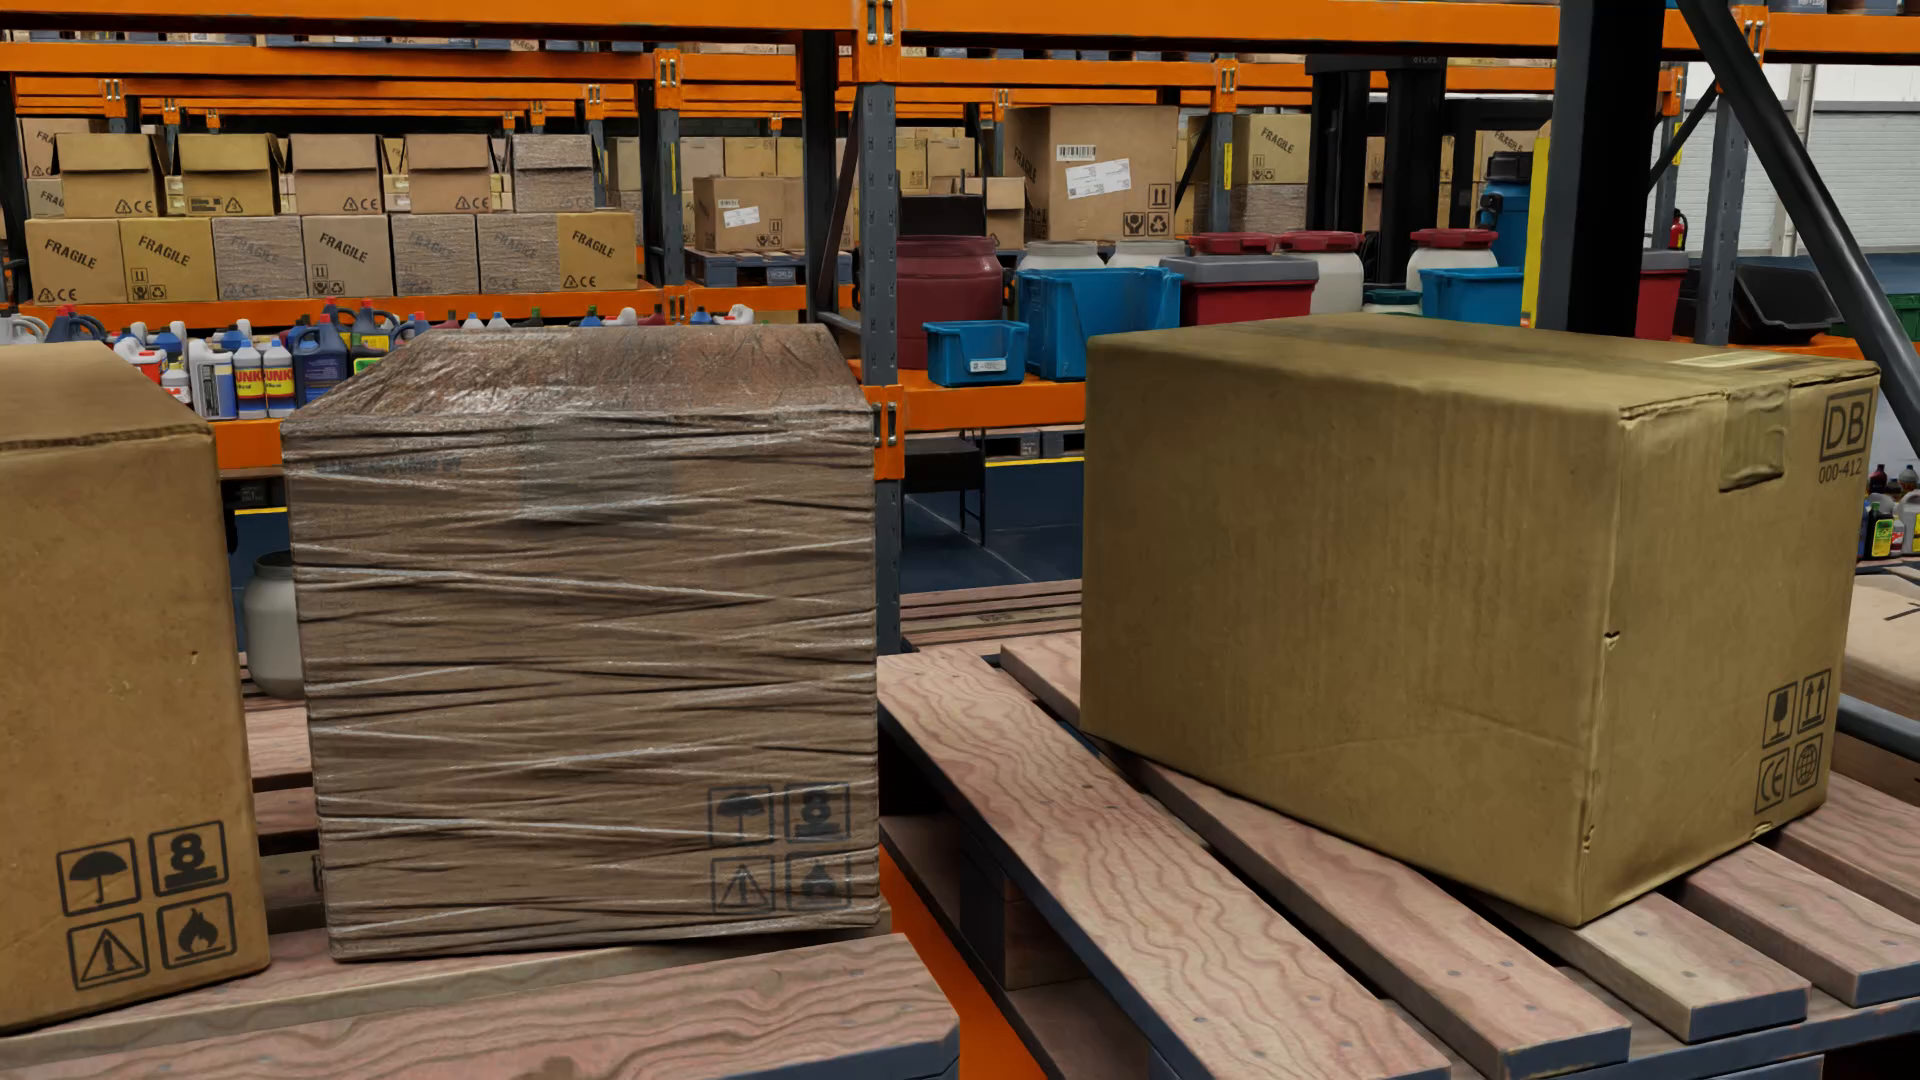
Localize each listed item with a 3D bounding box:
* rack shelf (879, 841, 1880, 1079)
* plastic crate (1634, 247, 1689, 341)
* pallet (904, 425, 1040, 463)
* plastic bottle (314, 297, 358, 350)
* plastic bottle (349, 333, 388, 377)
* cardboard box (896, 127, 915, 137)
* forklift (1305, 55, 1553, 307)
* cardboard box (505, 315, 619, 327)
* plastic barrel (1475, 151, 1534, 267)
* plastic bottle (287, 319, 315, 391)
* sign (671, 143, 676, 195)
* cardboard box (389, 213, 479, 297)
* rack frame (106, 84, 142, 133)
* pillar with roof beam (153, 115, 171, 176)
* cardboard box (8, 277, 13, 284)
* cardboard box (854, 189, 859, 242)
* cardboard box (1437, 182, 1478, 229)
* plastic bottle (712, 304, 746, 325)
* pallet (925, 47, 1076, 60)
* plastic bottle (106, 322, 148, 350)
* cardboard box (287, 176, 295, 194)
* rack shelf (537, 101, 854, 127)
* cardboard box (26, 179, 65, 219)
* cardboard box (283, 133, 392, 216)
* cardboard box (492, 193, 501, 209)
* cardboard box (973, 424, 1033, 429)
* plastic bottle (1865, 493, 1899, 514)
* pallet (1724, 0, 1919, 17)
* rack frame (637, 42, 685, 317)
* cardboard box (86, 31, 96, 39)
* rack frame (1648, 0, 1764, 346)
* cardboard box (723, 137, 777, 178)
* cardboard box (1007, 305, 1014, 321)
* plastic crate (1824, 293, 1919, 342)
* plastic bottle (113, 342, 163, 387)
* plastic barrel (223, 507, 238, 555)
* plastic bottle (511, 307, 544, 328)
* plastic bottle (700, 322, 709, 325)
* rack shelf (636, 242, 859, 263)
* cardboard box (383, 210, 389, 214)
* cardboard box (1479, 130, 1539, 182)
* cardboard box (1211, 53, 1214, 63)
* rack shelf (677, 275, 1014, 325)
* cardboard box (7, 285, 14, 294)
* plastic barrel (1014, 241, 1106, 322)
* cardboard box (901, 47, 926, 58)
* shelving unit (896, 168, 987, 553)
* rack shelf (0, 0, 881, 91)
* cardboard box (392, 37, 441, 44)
[{"bbox_3d":[-0.776,0.707,1.743,4.000,0.370,1.077,-4,14,-18],"label":"rack shelf"},{"bbox_3d":[2.973,-1.101,7.650,0.583,0.464,0.402,-4,14,-18],"label":"plastic crate"},{"bbox_3d":[-0.141,-0.754,12.355,1.213,0.211,1.003,-4,14,-18],"label":"pallet"},{"bbox_3d":[-2.437,-0.779,6.542,0.185,0.351,0.144,-4,14,-18],"label":"plastic bottle"},{"bbox_3d":[-2.089,-0.589,5.890,0.133,0.283,0.061,-4,14,-18],"label":"plastic bottle"},{"bbox_3d":[-0.920,-5.097,21.569,0.500,0.500,0.700,-5,14,-19],"label":"cardboard box"},{"bbox_3d":[3.059,-1.786,10.816,3.031,2.935,1.130,-7,15,-26],"label":"forklift"},{"bbox_3d":[-2.697,-1.088,11.418,0.875,0.875,1.225,-5,14,-21],"label":"cardboard box"},{"bbox_3d":[2.871,-1.454,8.192,0.708,0.901,0.600,-4,14,-18],"label":"plastic barrel"},{"bbox_3d":[-2.559,-0.722,6.473,0.097,0.271,0.097,0,13,0],"label":"plastic bottle"},{"bbox_3d":[-1.856,-2.405,10.771,0.005,0.325,0.100,-4,14,-18],"label":"sign"},{"bbox_3d":[-3.391,-1.847,10.709,0.500,0.500,0.500,-5,14,-20],"label":"cardboard box"},{"bbox_3d":[-7.314,-2.764,14.779,0.127,3.000,1.000,-4,14,-18],"label":"rack frame"},{"bbox_3d":[-10.149,-7.051,19.839,0.400,9.000,9.100,-4,14,-18],"label":"pillar with roof beam"},{"bbox_3d":[-12.934,-3.702,23.219,0.500,0.500,0.700,-4,14,-16],"label":"cardboard box"},{"bbox_3d":[-1.099,-3.231,16.528,0.500,0.500,0.500,-4,14,-17],"label":"cardboard box"},{"bbox_3d":[3.615,-2.588,13.181,0.500,0.500,0.875,-4,14,-18],"label":"cardboard box"},{"bbox_3d":[-0.970,-0.856,7.027,0.135,0.276,0.152,-4,14,-18],"label":"plastic bottle"},{"bbox_3d":[0.153,-3.527,11.914,1.003,0.211,1.213,-4,14,-18],"label":"pallet"},{"bbox_3d":[-3.153,-0.686,6.312,0.135,0.276,0.152,-4,14,-18],"label":"plastic bottle"},{"bbox_3d":[-5.808,-3.141,14.714,0.250,0.149,0.380,-5,14,-19],"label":"cardboard box"},{"bbox_3d":[-3.302,-5.394,20.910,4.000,0.370,1.077,-4,14,-18],"label":"rack shelf"},{"bbox_3d":[-7.682,-2.859,14.323,0.500,0.500,0.500,-4,14,-18],"label":"cardboard box"},{"bbox_3d":[-3.987,-2.351,10.663,0.637,0.503,0.797,-4,14,-16],"label":"cardboard box"},{"bbox_3d":[-4.347,-3.109,15.225,0.250,0.149,0.380,-4,14,-17],"label":"cardboard box"},{"bbox_3d":[0.178,-1.144,12.420,0.500,0.500,0.700,-6,15,-23],"label":"cardboard box"},{"bbox_3d":[4.742,-0.106,8.542,0.135,0.276,0.152,-4,14,-18],"label":"plastic bottle"},{"bbox_3d":[3.987,-2.615,8.079,1.003,0.211,1.213,-4,14,-18],"label":"pallet"},{"bbox_3d":[-2.037,-1.964,11.416,0.127,3.000,1.000,-4,14,-18],"label":"rack frame"},{"bbox_3d":[-7.846,-4.410,14.464,0.500,0.250,0.500,-4,14,-16],"label":"cardboard box"},{"bbox_3d":[3.334,-1.173,8.090,0.127,3.000,1.000,-4,14,-18],"label":"rack frame"},{"bbox_3d":[-2.130,-3.701,16.343,0.500,0.500,0.700,-5,14,-19],"label":"cardboard box"},{"bbox_3d":[0.887,-2.556,17.590,0.875,0.875,0.875,-4,14,-17],"label":"cardboard box"},{"bbox_3d":[4.711,-1.108,8.276,0.662,0.188,0.450,-4,14,-18],"label":"plastic crate"},{"bbox_3d":[-2.810,-0.541,5.702,0.135,0.276,0.152,-4,14,-18],"label":"plastic bottle"},{"bbox_3d":[-3.056,0.146,6.175,0.708,0.901,0.600,-4,14,-18],"label":"plastic barrel"},{"bbox_3d":[-1.769,-0.808,6.812,0.133,0.283,0.061,-4,14,-18],"label":"plastic bottle"},{"bbox_3d":[-0.923,-0.680,6.272,0.133,0.283,0.061,-4,14,-18],"label":"plastic bottle"},{"bbox_3d":[-1.627,-2.857,16.724,4.000,0.370,1.077,-4,14,-18],"label":"rack shelf"},{"bbox_3d":[-4.031,-1.922,11.027,0.500,0.500,0.500,-4,14,-18],"label":"cardboard box"},{"bbox_3d":[4.156,-3.065,13.025,0.500,0.500,0.500,-4,14,-18],"label":"cardboard box"},{"bbox_3d":[2.103,-3.736,12.709,0.500,0.250,0.500,-4,14,-16],"label":"cardboard box"},{"bbox_3d":[-0.141,-1.761,12.120,4.000,0.370,1.077,-4,14,-18],"label":"rack shelf"},{"bbox_3d":[-10.466,-2.711,19.186,0.875,0.438,0.875,-5,14,-20],"label":"cardboard box"},{"bbox_3d":[0.450,-1.054,7.352,0.421,0.512,0.421,0,13,0],"label":"plastic barrel"},{"bbox_3d":[-0.539,-3.407,11.325,0.500,0.250,0.500,-4,14,-17],"label":"cardboard box"},{"bbox_3d":[-0.157,-1.009,9.348,0.503,2.100,0.431,-4,14,-18],"label":"shelving unit"},{"bbox_3d":[-2.352,-1.839,5.965,4.000,0.370,1.077,-4,14,-18],"label":"rack shelf"},{"bbox_3d":[-4.928,-4.393,14.932,0.500,0.500,0.500,-4,14,-18],"label":"cardboard box"}]
